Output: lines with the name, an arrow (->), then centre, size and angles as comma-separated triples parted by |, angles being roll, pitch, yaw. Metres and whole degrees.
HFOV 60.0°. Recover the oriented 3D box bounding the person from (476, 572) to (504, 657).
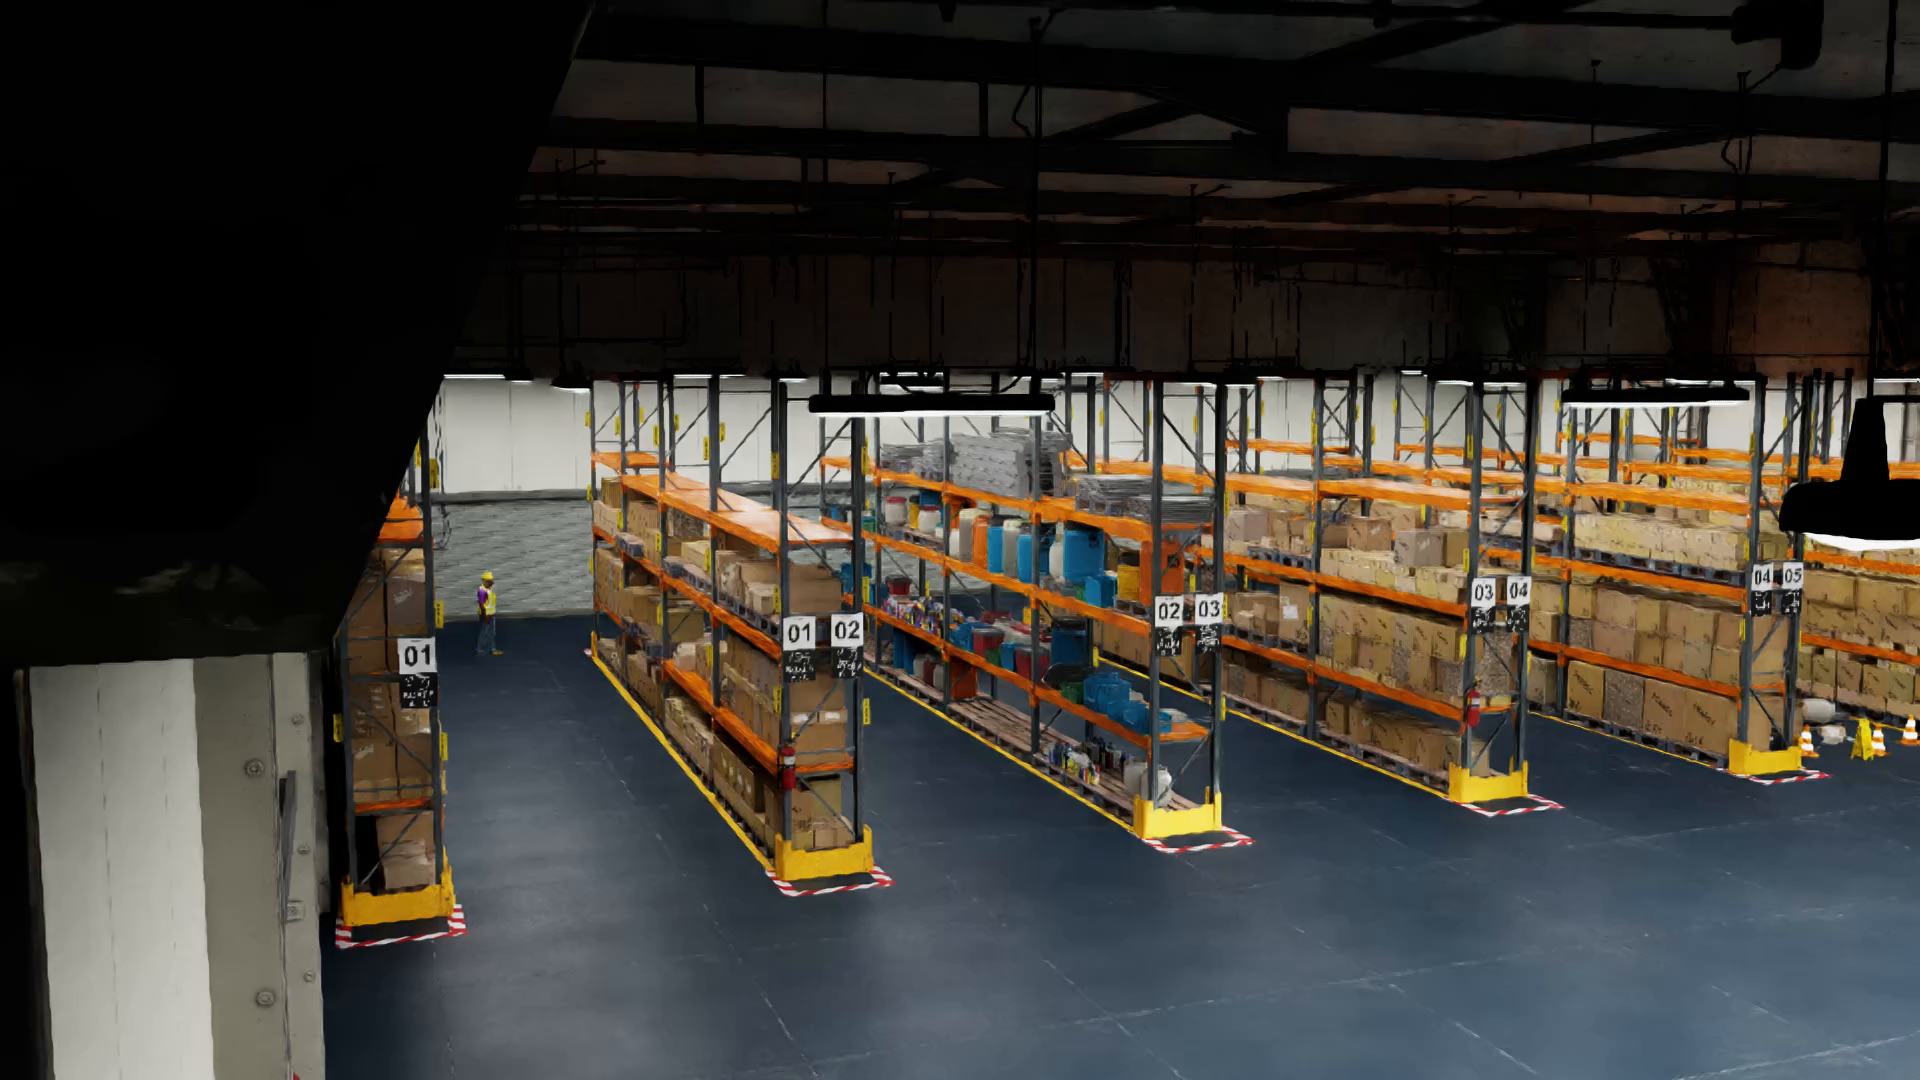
person -> -9.907, 1.558, 34.859 | 0.463, 1.771, 0.650 | 0, 6, 4
